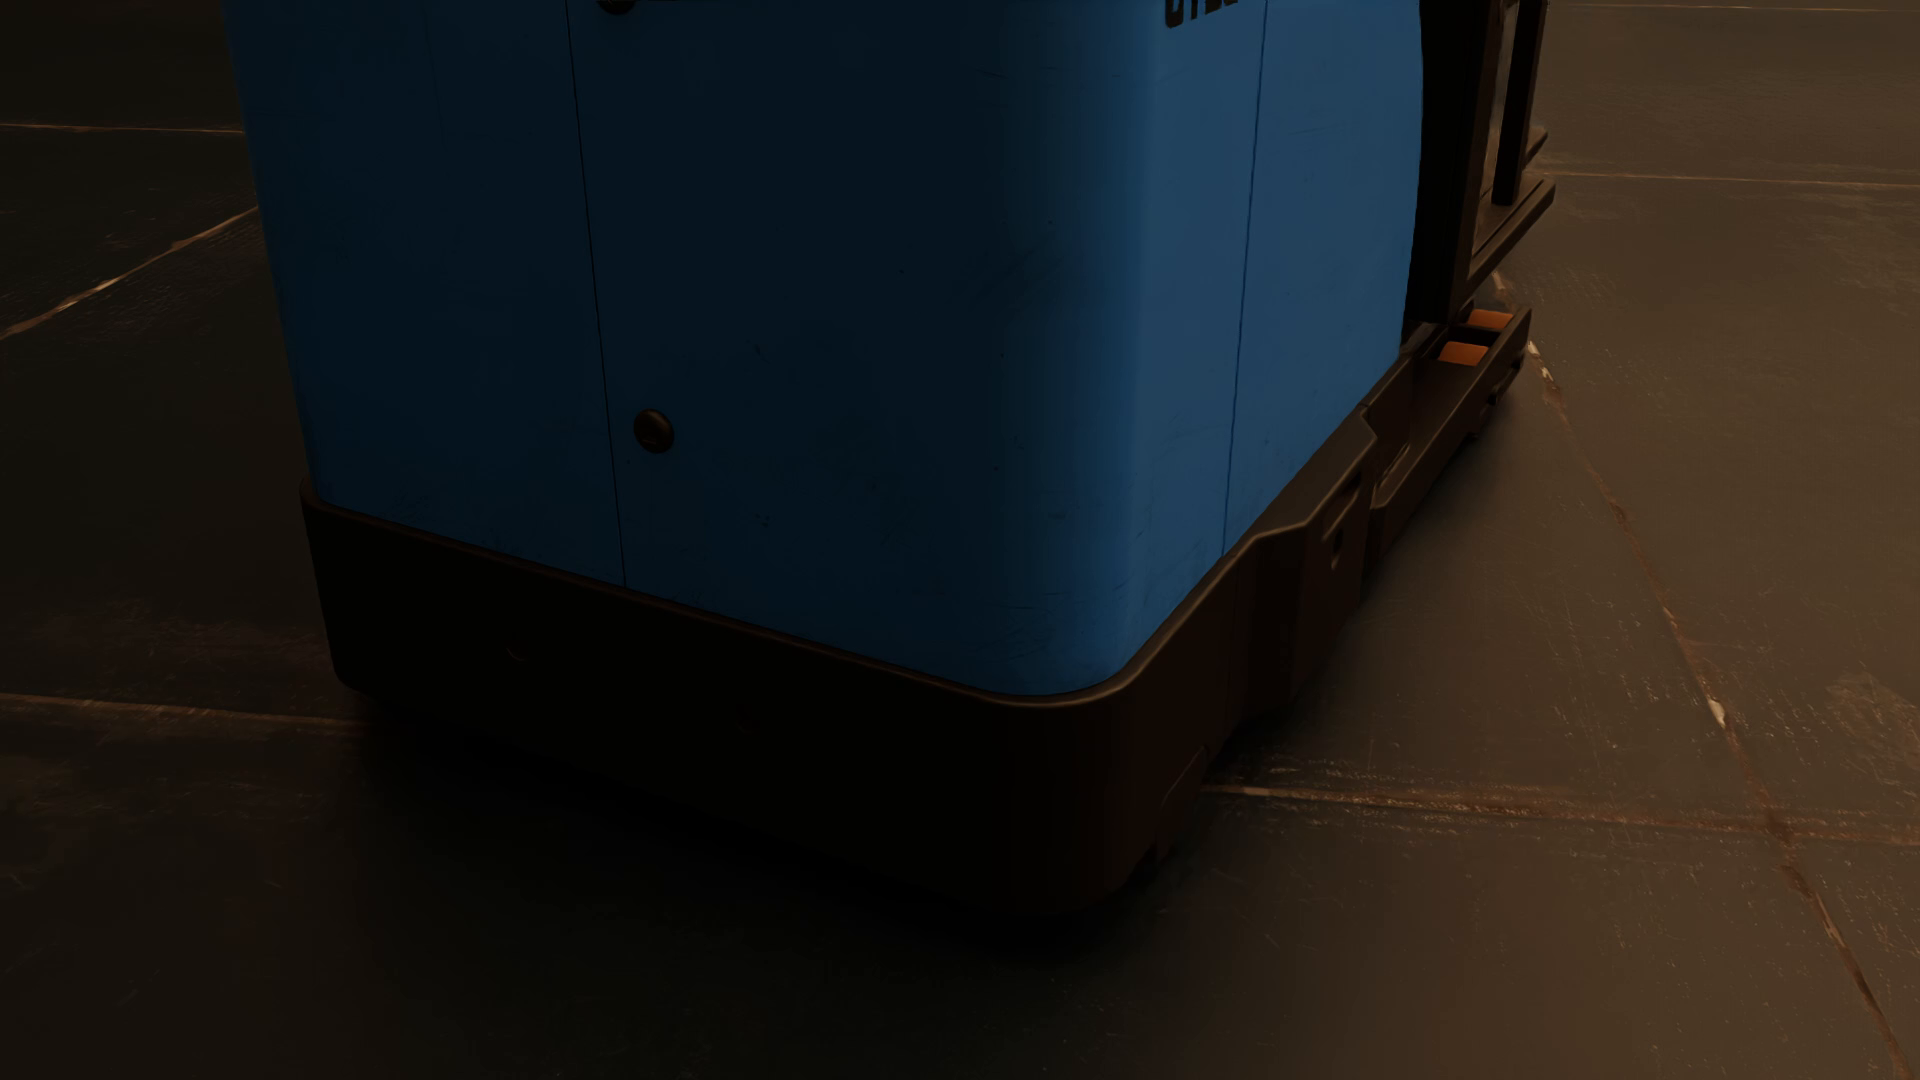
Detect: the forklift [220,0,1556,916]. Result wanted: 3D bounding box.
[{"bbox_3d":[0.376,-1.571,2.366,1.130,2.935,3.031,14,30,25],"label":"forklift"}]
